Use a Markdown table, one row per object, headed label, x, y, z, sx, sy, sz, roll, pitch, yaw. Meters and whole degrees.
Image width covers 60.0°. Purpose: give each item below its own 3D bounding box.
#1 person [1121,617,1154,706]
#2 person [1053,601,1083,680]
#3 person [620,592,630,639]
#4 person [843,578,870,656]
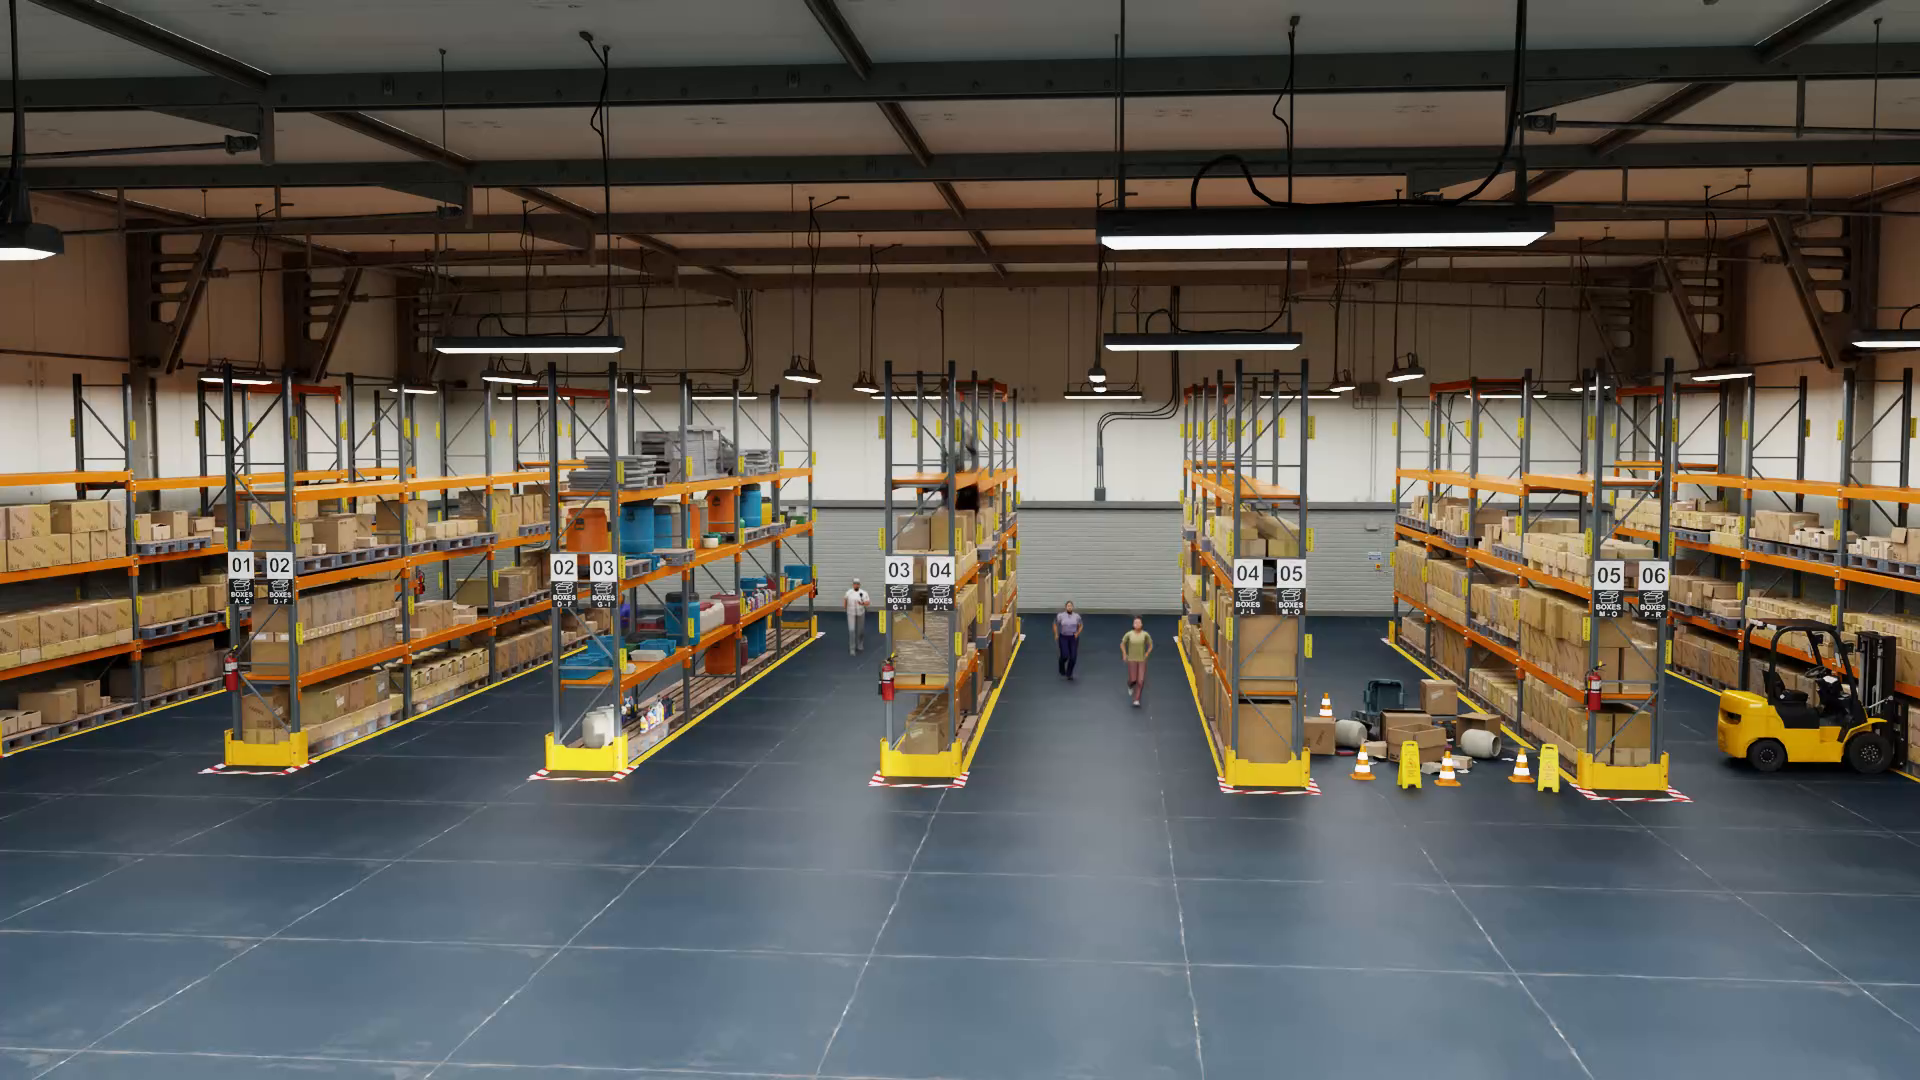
| label | x | y | z | sx | sy | sz | roll | pitch | yaw |
| --- | --- | --- | --- | --- | --- | --- | --- | --- | --- |
| person | 3.238 | 2.207 | 30.335 | 0.594 | 1.621 | 0.558 | 0 | 4 | 0 |
| person | 2.175 | 2.021 | 33.314 | 0.592 | 1.585 | 0.588 | 0 | 4 | -3 |
| person | -6.967 | 1.944 | 34.399 | 0.546 | 1.706 | 0.756 | 0 | 4 | 4 |
| person | -2.324 | 1.700 | 37.326 | 0.598 | 1.679 | 0.919 | 0 | 4 | -4 |
